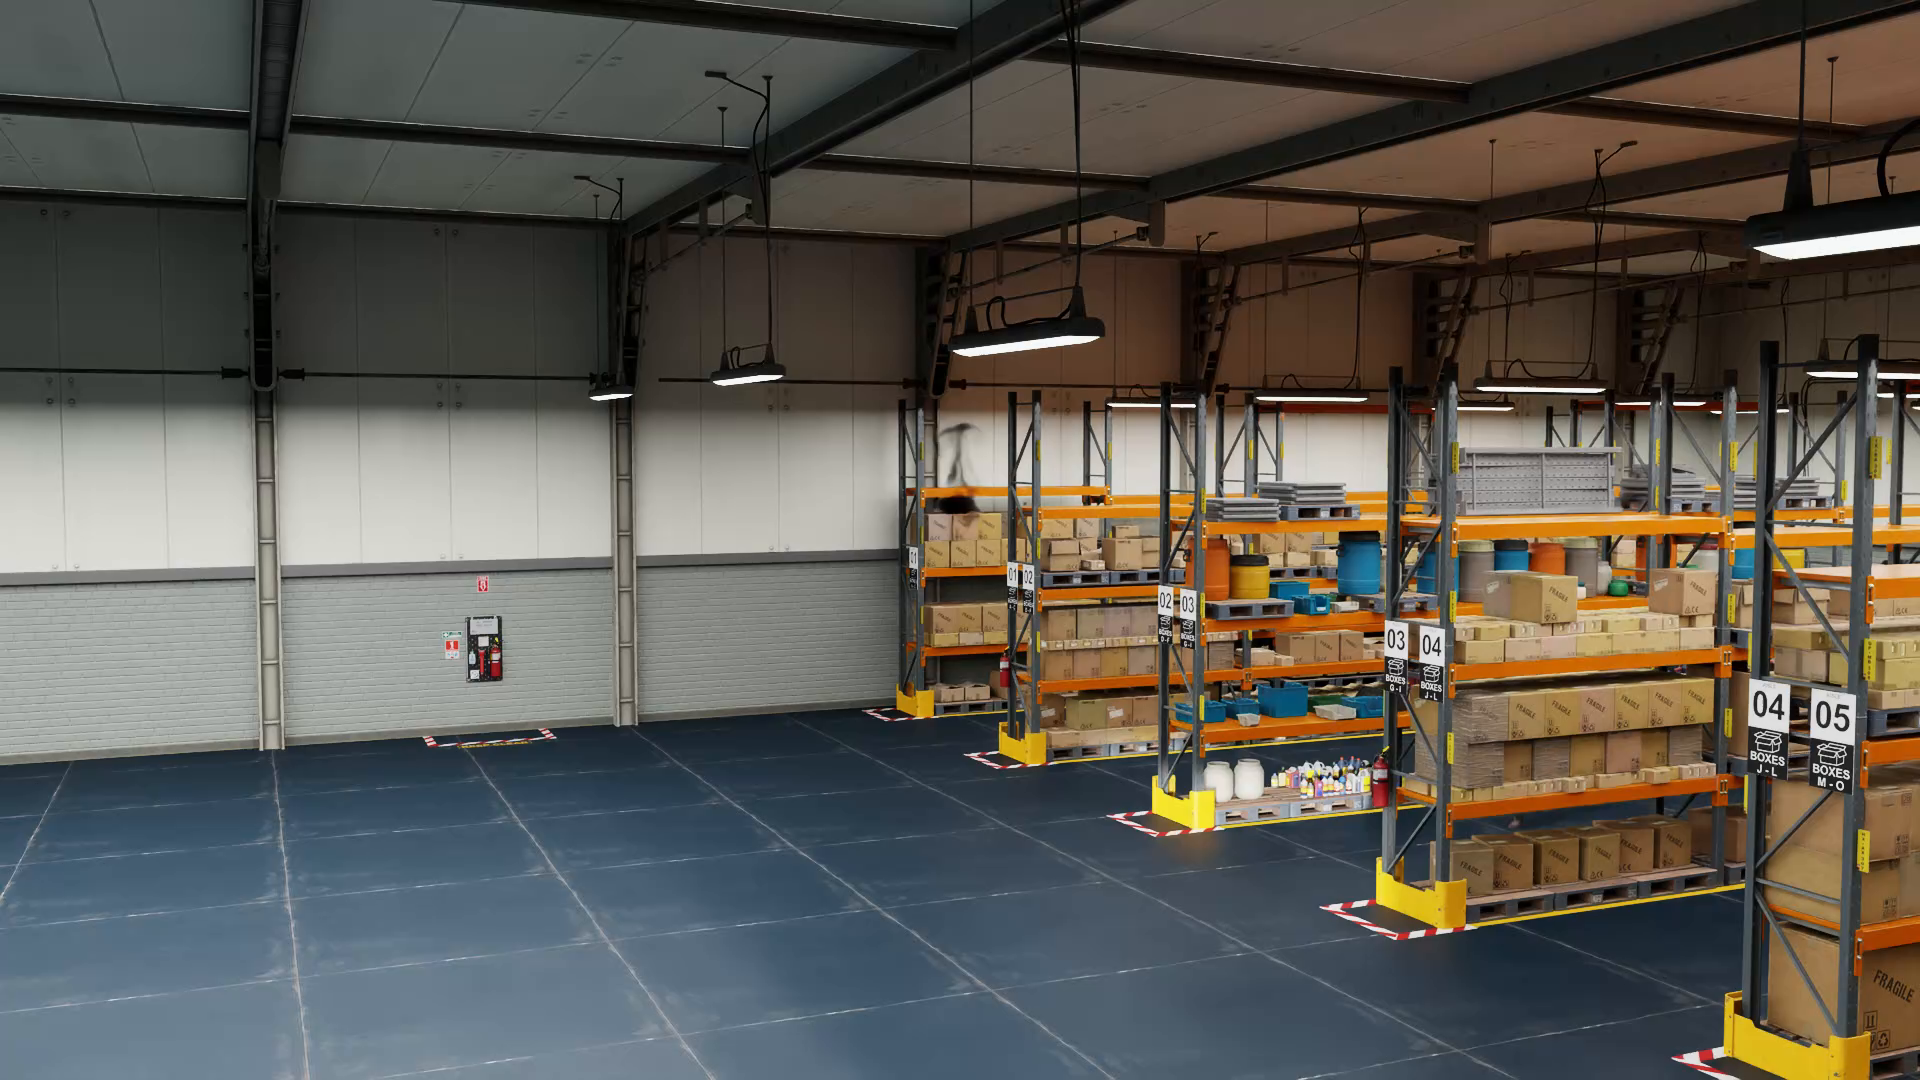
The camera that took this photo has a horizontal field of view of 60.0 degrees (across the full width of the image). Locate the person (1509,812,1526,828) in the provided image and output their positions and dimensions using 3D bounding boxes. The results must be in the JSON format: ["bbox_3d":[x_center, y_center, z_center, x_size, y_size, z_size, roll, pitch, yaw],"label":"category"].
[{"bbox_3d":[7.606,3.060,22.458,0.587,1.609,0.554,-3,4,-41],"label":"person"}]
